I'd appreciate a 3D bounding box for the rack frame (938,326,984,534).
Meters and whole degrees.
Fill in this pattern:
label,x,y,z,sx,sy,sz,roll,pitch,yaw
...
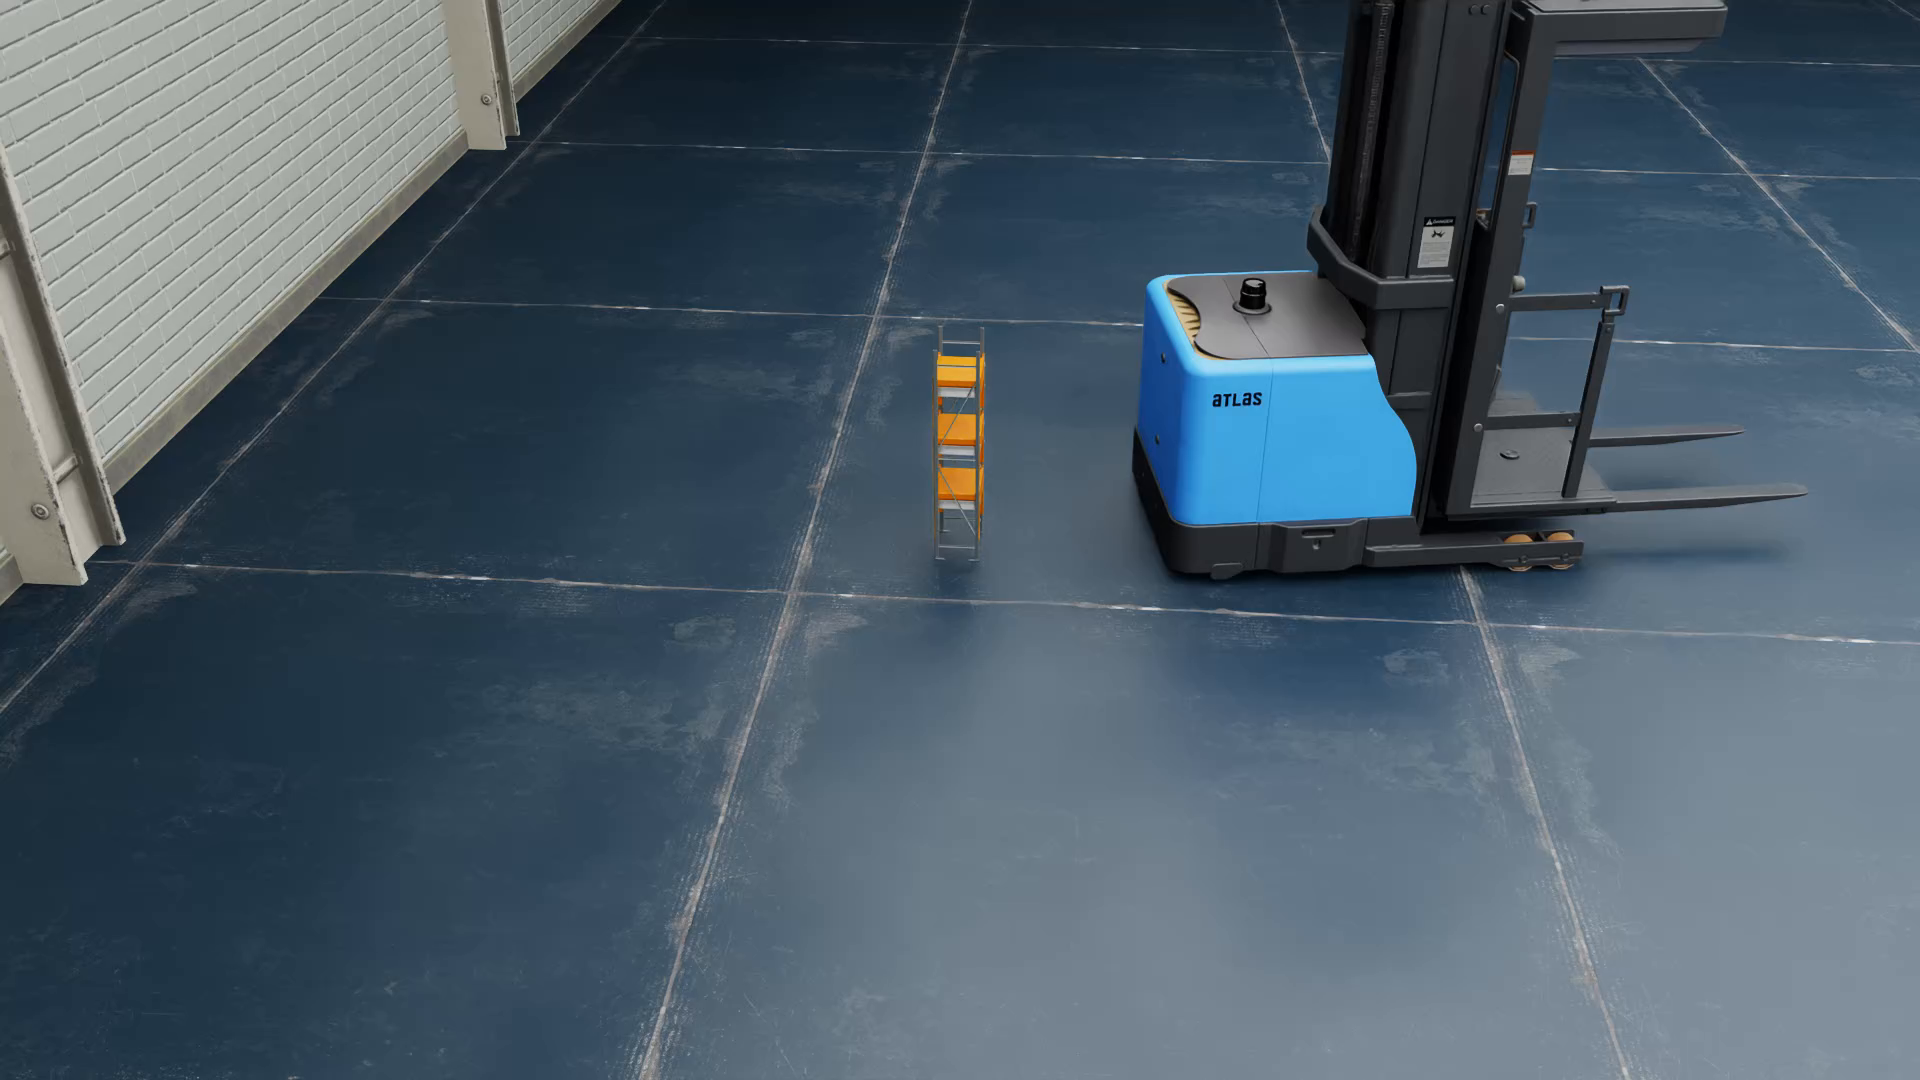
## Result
label,x,y,z,sx,sy,sz,roll,pitch,yaw
rack frame,0.006,-0.483,7.533,0.200,1.050,0.008,2,32,4

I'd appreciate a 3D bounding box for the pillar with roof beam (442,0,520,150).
label,x,y,z,sx,sy,sz,roll,pitch,yaw
pillar with roof beam,0.724,-6.692,10.031,9.100,9.000,0.400,2,32,4

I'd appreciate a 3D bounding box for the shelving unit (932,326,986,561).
label,x,y,z,sx,sy,sz,roll,pitch,yaw
shelving unit,-0.004,-0.419,7.429,0.215,1.050,0.252,2,32,4

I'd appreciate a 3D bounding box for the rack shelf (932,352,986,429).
label,x,y,z,sx,sy,sz,roll,pitch,yaw
rack shelf,-0.004,-0.652,7.286,0.215,0.259,0.240,2,32,4

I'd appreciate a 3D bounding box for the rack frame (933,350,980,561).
label,x,y,z,sx,sy,sz,roll,pitch,yaw
rack frame,-0.014,-0.355,7.326,0.200,1.050,0.008,2,32,4

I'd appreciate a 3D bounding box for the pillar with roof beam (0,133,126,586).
label,x,y,z,sx,sy,sz,roll,pitch,yaw
pillar with roof beam,0.235,-3.554,4.940,9.100,9.000,0.400,2,32,4

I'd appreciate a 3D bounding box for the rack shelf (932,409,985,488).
label,x,y,z,sx,sy,sz,roll,pitch,yaw
rack shelf,-0.004,-0.410,7.435,0.215,0.259,0.240,2,32,4

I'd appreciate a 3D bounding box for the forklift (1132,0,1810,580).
label,x,y,z,sx,sy,sz,roll,pitch,yaw
forklift,2.392,-1.380,7.195,3.031,2.935,1.130,-3,32,-4

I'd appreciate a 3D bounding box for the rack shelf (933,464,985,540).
label,x,y,z,sx,sy,sz,roll,pitch,yaw
rack shelf,-0.004,-0.173,7.581,0.215,0.259,0.240,2,32,4
